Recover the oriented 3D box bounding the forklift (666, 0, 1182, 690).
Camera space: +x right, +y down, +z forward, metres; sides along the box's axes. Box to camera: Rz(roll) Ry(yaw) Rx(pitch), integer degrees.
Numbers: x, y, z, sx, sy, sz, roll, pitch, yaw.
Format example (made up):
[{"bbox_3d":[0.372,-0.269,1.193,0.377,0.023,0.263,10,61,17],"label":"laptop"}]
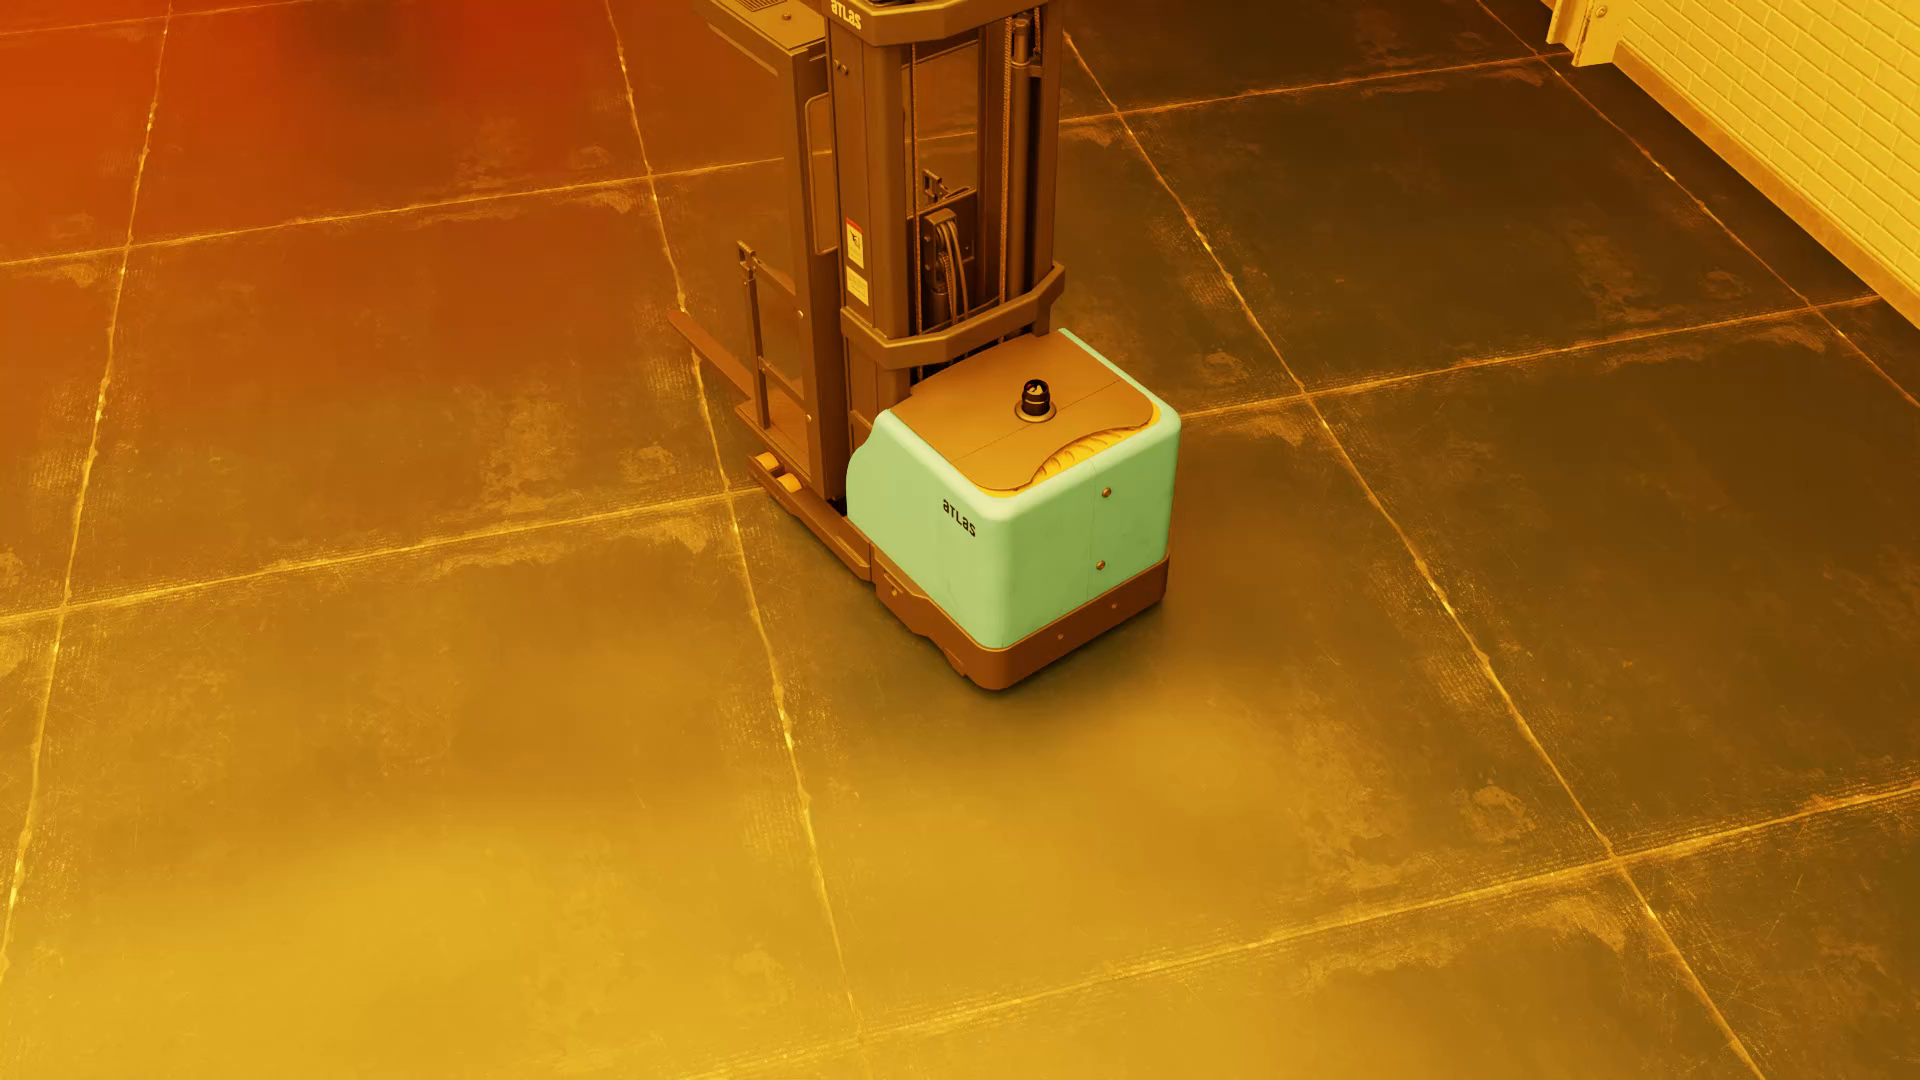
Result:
[{"bbox_3d":[-0.366,-1.399,7.126,1.130,2.935,3.031,-27,50,-26],"label":"forklift"}]
